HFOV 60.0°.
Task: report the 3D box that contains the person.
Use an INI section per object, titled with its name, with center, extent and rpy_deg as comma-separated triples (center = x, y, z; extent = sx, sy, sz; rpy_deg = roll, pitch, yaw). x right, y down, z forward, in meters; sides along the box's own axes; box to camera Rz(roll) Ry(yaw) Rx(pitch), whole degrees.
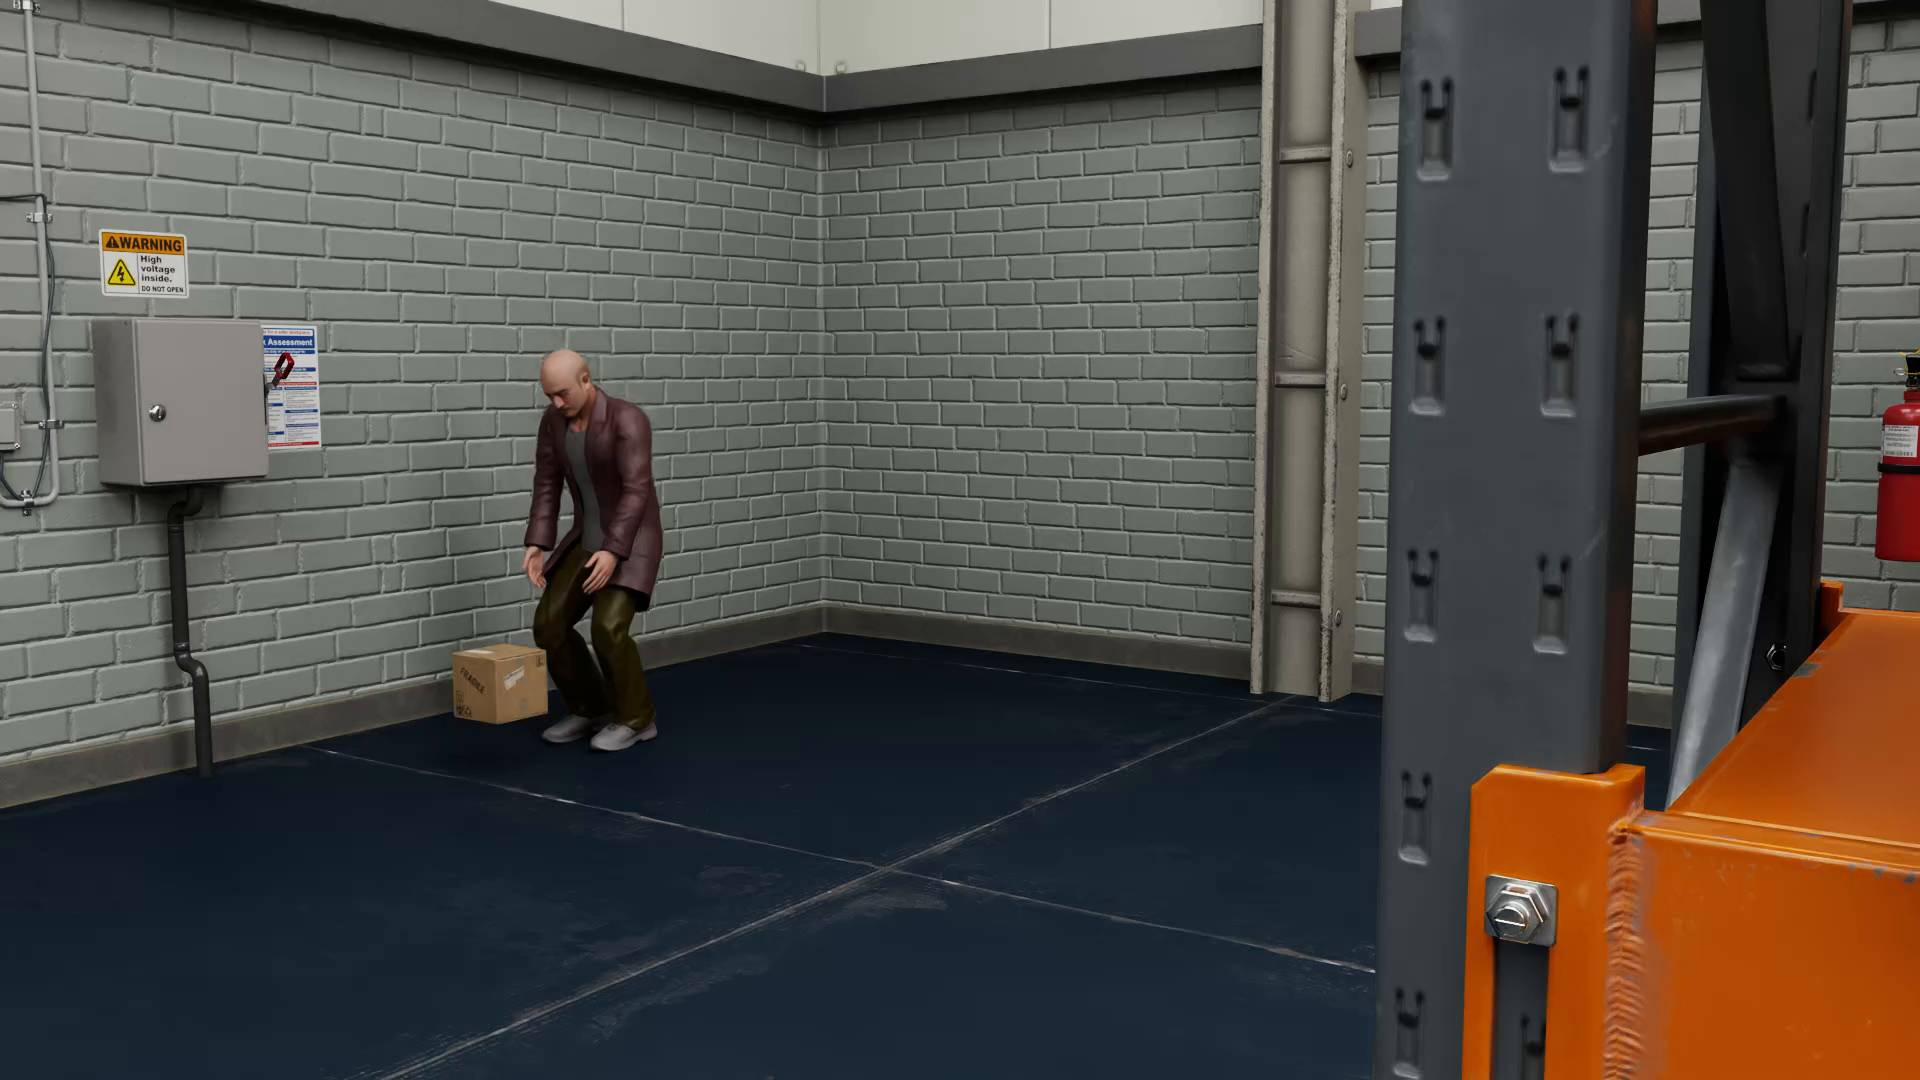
[person]
center = -1.472, 0.129, 6.734
extent = 0.632, 1.425, 0.718
rpy_deg = 4, 7, 34
